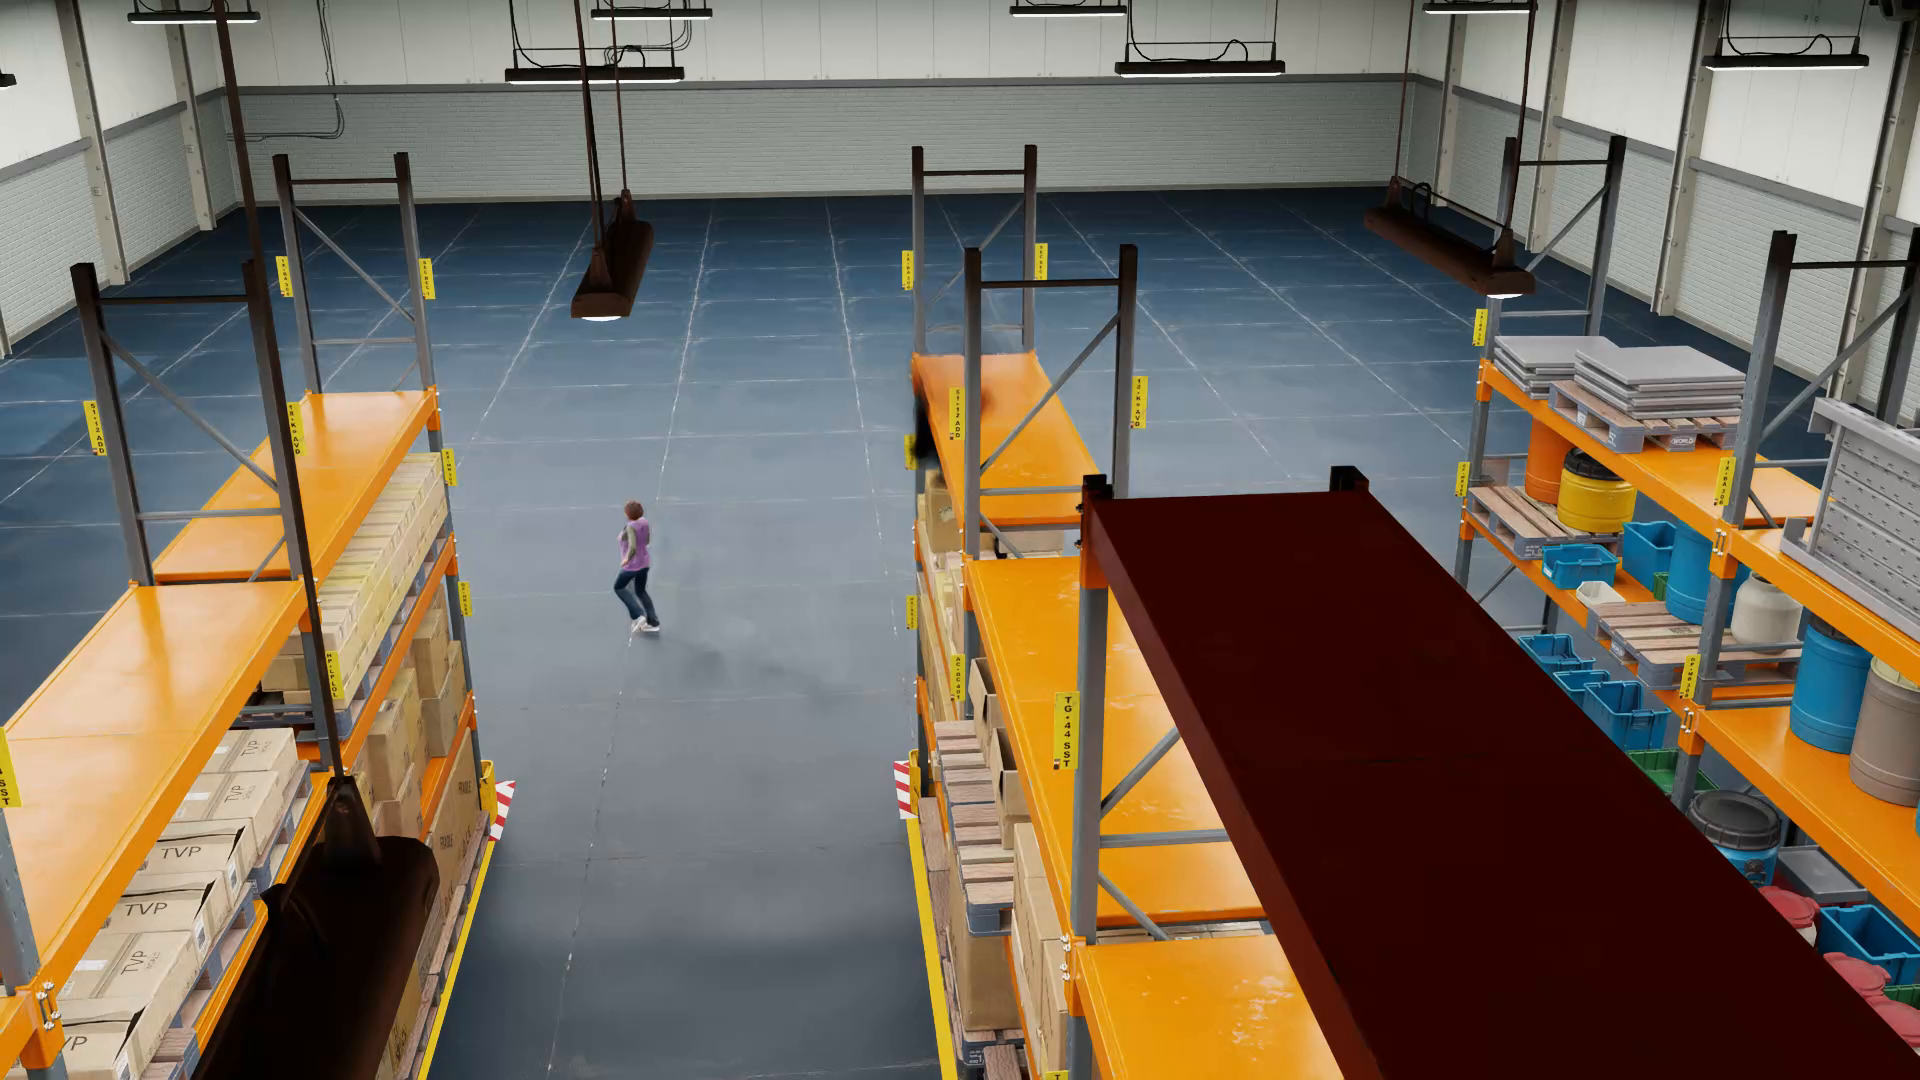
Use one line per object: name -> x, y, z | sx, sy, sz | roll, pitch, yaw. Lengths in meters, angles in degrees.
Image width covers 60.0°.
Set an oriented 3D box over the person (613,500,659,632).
person -> -3.687, 0.297, 18.733 | 0.608, 1.588, 0.516 | 12, 25, 29
